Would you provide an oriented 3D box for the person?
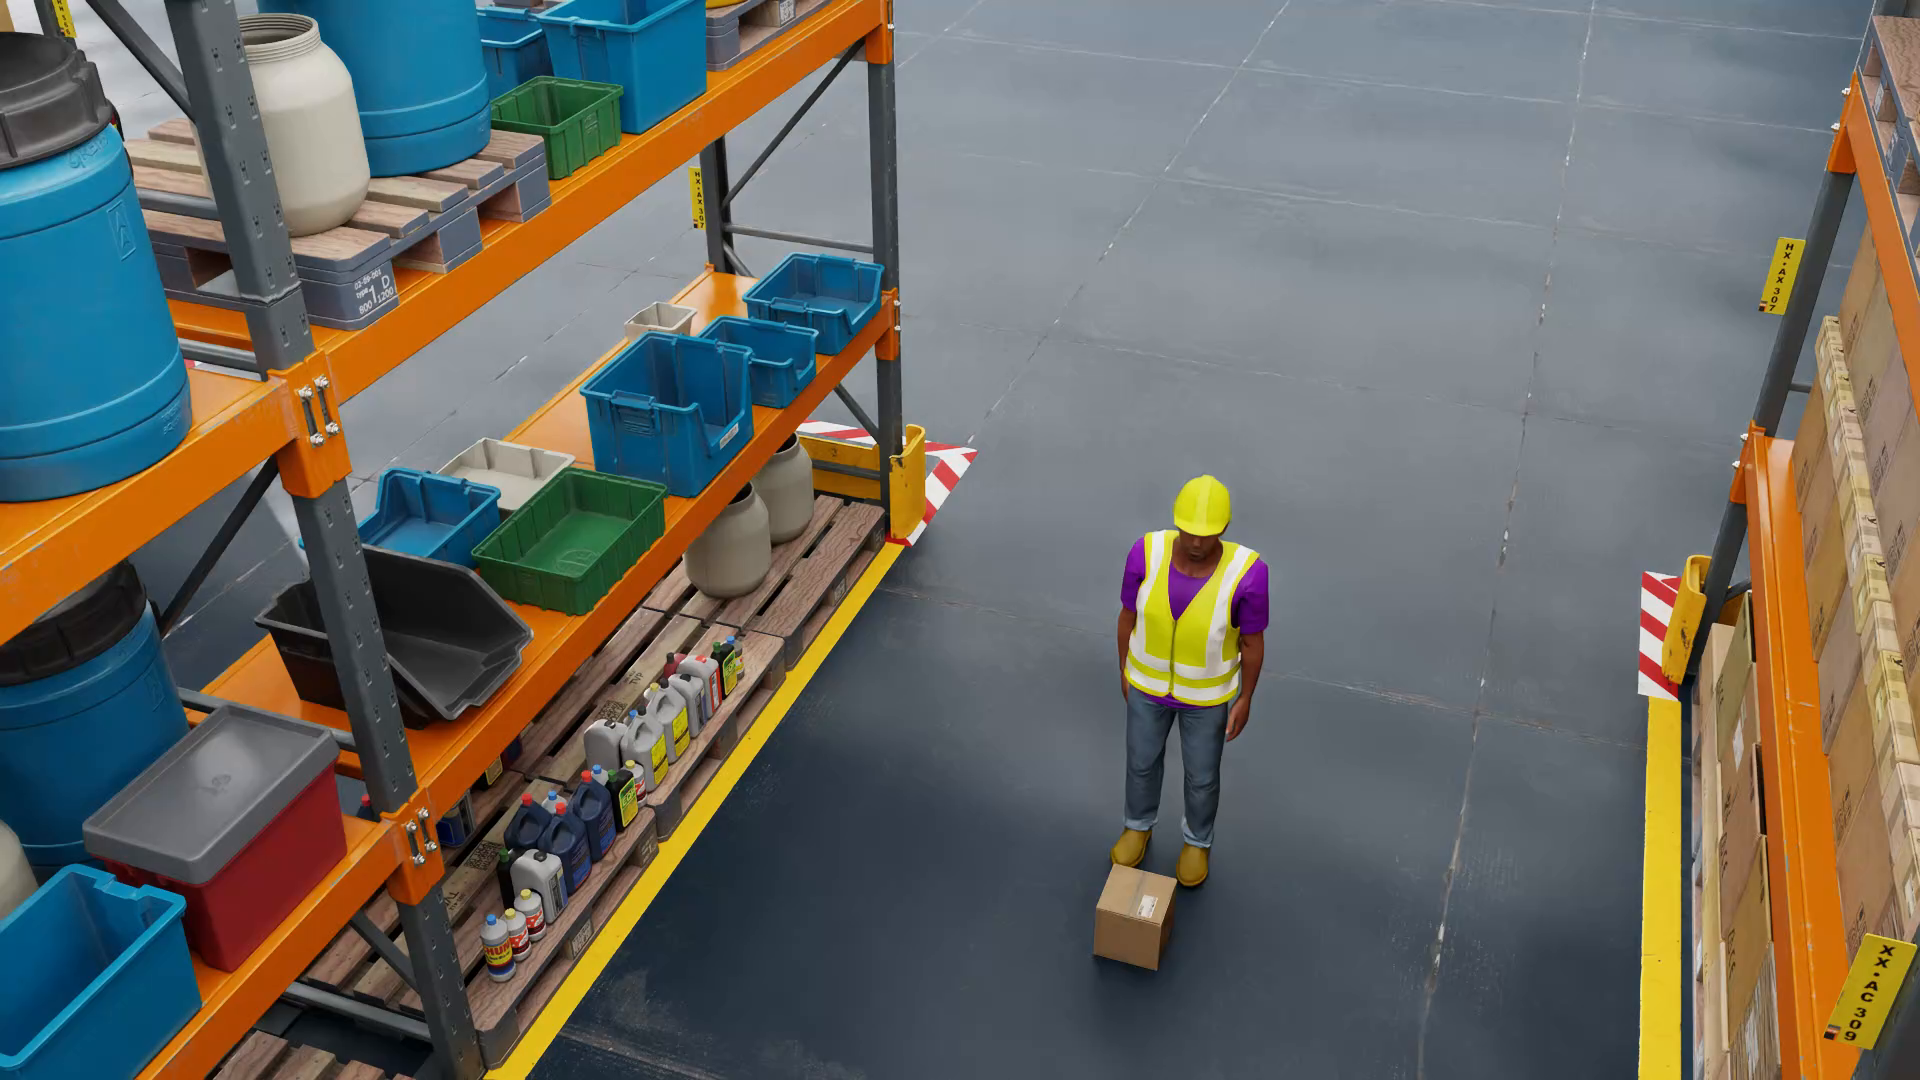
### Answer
[{"bbox_3d":[0.848,0.542,6.288,0.562,1.761,0.358,12,35,18],"label":"person"}]
